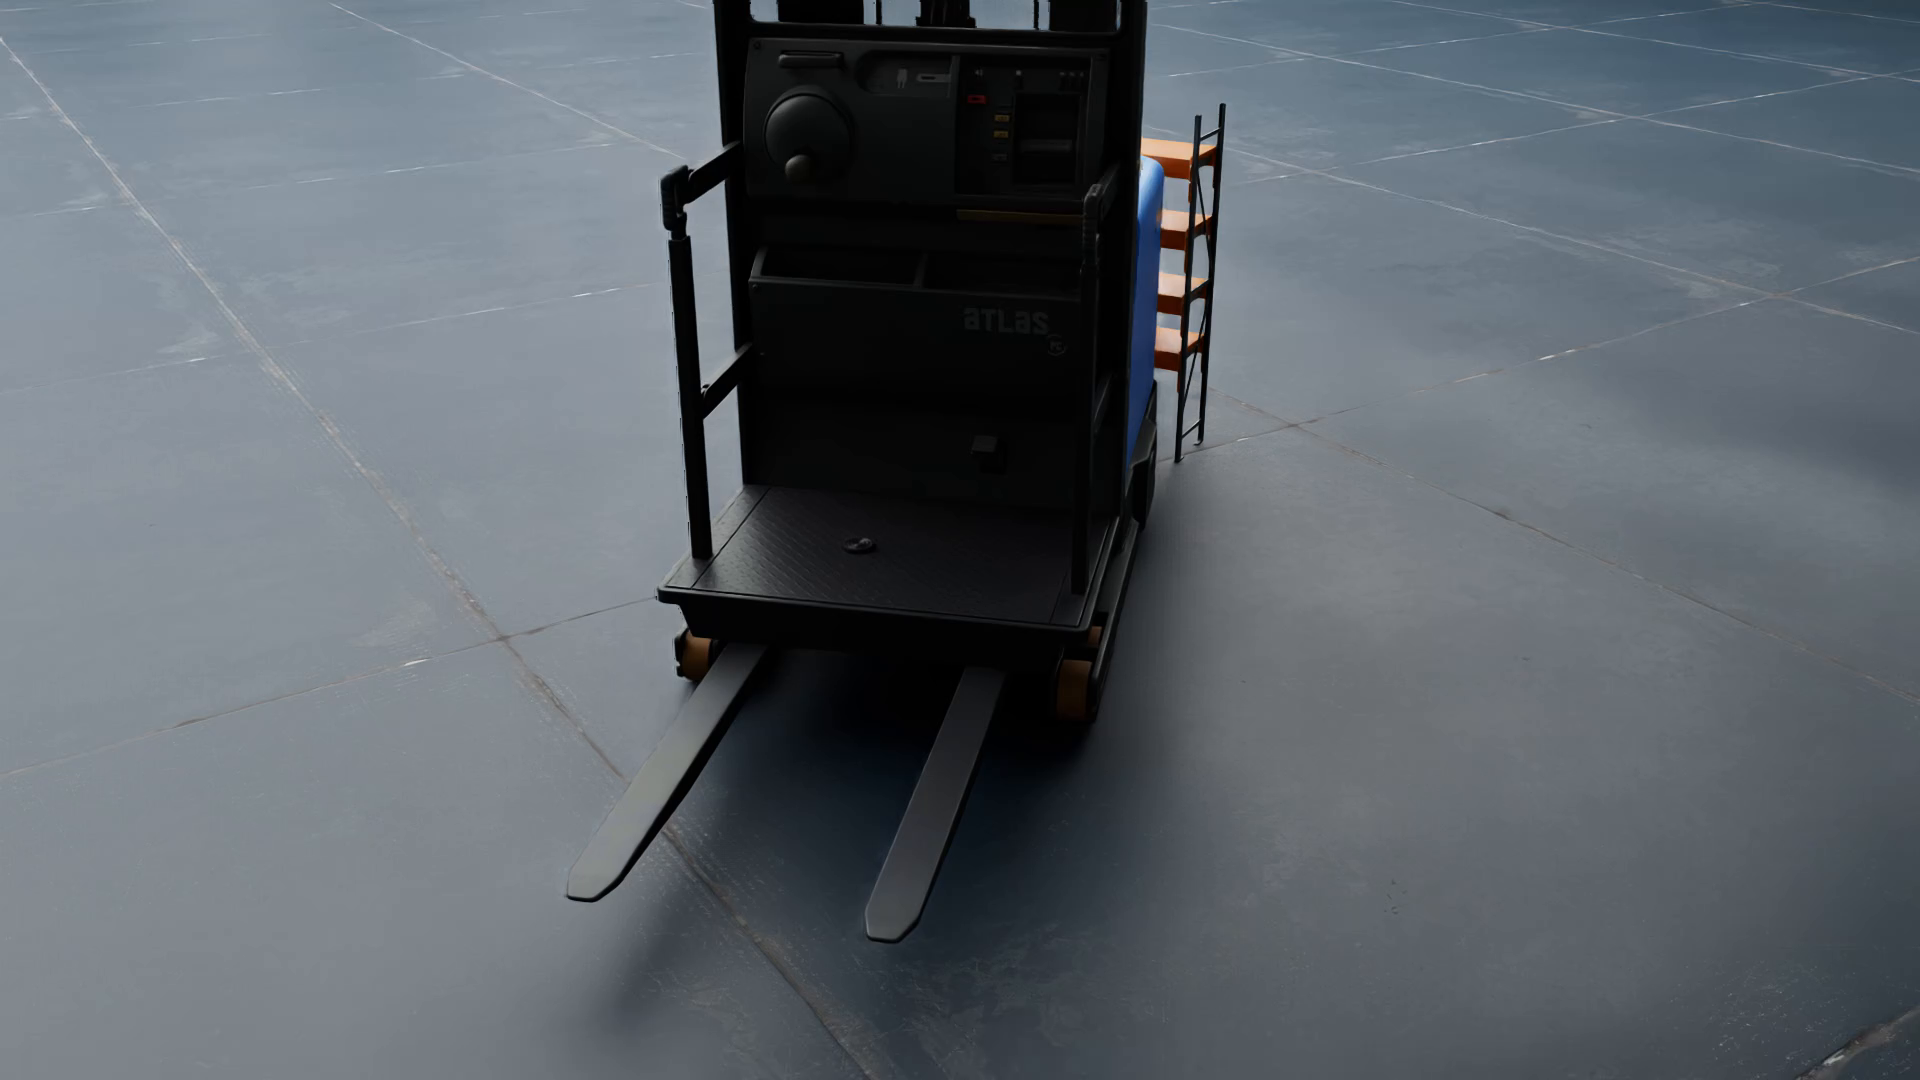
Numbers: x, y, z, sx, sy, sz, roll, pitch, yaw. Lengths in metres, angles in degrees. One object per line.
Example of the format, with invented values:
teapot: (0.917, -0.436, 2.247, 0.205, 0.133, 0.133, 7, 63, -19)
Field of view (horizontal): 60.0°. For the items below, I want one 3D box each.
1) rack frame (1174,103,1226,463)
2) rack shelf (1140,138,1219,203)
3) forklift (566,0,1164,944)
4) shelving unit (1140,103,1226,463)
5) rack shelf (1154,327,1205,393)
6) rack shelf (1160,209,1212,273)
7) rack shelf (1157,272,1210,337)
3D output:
rack frame: (0.816, -0.858, 5.662, 0.015, 1.200, 0.240, 13, 28, 26)
rack shelf: (0.602, -1.264, 5.601, 0.480, 0.148, 0.258, 13, 28, 26)
forklift: (-0.133, -1.029, 3.997, 1.130, 2.935, 3.031, 5, 26, 11)
shelving unit: (0.602, -0.909, 5.769, 0.503, 1.200, 0.258, 13, 28, 26)
rack shelf: (0.602, -0.668, 5.883, 0.480, 0.148, 0.258, 13, 28, 26)
rack shelf: (0.602, -1.050, 5.702, 0.480, 0.148, 0.258, 13, 28, 26)
rack shelf: (0.602, -0.848, 5.798, 0.480, 0.148, 0.258, 13, 28, 26)
